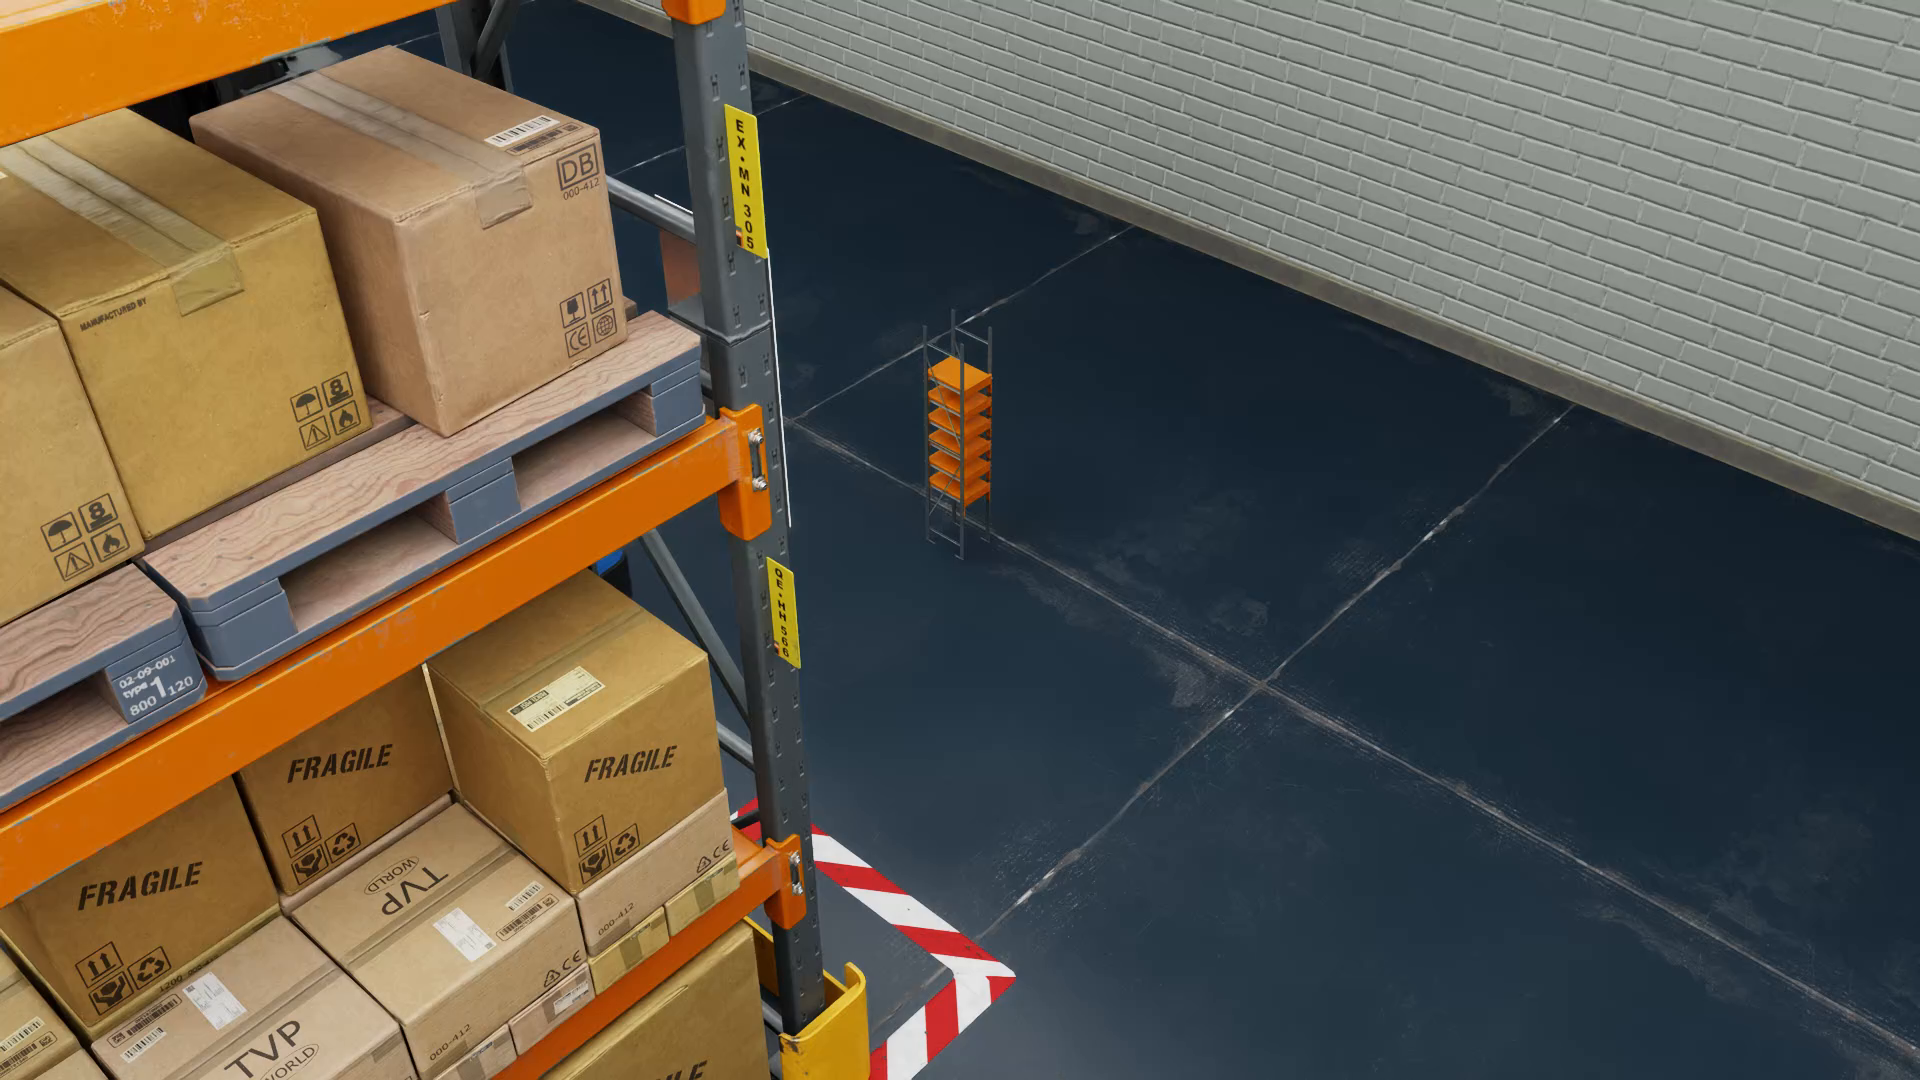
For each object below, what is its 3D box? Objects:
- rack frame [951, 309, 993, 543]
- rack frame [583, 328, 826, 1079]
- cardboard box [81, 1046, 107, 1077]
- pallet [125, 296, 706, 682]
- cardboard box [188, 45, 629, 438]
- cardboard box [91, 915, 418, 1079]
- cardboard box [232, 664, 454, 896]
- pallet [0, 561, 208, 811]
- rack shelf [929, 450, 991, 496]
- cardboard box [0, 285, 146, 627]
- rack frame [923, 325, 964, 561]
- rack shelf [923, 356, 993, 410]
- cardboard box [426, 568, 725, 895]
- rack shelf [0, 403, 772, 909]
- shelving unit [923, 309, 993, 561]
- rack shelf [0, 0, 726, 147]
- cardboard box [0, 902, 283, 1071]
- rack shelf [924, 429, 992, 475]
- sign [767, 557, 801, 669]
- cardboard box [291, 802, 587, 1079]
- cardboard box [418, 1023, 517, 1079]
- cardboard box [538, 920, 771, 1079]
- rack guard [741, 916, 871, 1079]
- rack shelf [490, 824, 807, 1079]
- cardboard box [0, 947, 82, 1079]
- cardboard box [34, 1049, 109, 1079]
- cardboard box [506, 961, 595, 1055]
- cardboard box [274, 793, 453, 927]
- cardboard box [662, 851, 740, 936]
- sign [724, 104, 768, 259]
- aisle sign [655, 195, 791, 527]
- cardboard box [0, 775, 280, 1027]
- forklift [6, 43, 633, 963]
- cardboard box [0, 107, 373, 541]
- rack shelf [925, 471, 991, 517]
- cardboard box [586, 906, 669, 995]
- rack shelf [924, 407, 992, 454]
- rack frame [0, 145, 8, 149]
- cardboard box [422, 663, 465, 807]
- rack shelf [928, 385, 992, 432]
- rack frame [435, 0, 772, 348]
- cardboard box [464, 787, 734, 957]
[{"bbox_3d":[0.052,-0.505,7.705,0.240,1.200,0.006,30,47,32],"label":"rack frame"},{"bbox_3d":[-0.845,0.500,4.994,1.000,3.000,0.127,30,47,32],"label":"rack frame"},{"bbox_3d":[-2.193,1.215,4.297,0.380,0.149,0.250,29,47,31],"label":"cardboard box"},{"bbox_3d":[-1.338,-0.294,3.654,1.003,0.211,1.213,30,47,32],"label":"pallet"},{"bbox_3d":[-1.156,-0.655,3.539,0.700,0.500,0.500,27,46,29],"label":"cardboard box"},{"bbox_3d":[-1.662,1.244,3.941,0.500,0.250,0.500,28,46,31],"label":"cardboard box"},{"bbox_3d":[-1.705,0.486,4.291,0.500,0.500,0.500,28,47,31],"label":"cardboard box"},{"bbox_3d":[-2.161,0.269,2.946,1.003,0.211,1.213,30,47,32],"label":"pallet"},{"bbox_3d":[-0.010,-0.334,7.754,0.258,0.103,0.180,30,47,32],"label":"rack shelf"},{"bbox_3d":[-1.938,-0.189,2.953,0.700,0.500,0.500,26,45,29],"label":"cardboard box"},{"bbox_3d":[-0.071,-0.421,7.599,0.240,1.200,0.006,30,47,32],"label":"rack frame"},{"bbox_3d":[-0.010,-0.710,7.455,0.258,0.103,0.180,30,47,32],"label":"rack shelf"},{"bbox_3d":[-0.979,0.483,4.295,0.500,0.500,0.500,30,47,32],"label":"cardboard box"},{"bbox_3d":[-2.194,0.527,3.129,1.077,0.370,4.000,30,47,32],"label":"rack shelf"},{"bbox_3d":[-0.010,-0.463,7.652,0.258,1.200,0.189,30,47,32],"label":"shelving unit"},{"bbox_3d":[-2.194,-0.491,2.320,1.077,0.370,4.000,30,47,32],"label":"rack shelf"},{"bbox_3d":[-2.055,1.021,4.221,0.500,0.250,0.500,28,46,31],"label":"cardboard box"},{"bbox_3d":[-0.010,-0.428,7.679,0.258,0.103,0.180,30,47,32],"label":"rack shelf"},{"bbox_3d":[-0.454,0.189,4.265,0.100,0.325,0.005,30,47,32],"label":"sign"},{"bbox_3d":[-1.319,1.010,4.235,0.500,0.250,0.500,29,47,31],"label":"cardboard box"},{"bbox_3d":[-1.356,1.250,4.253,0.380,0.149,0.250,31,48,33],"label":"cardboard box"},{"bbox_3d":[-1.217,1.495,5.113,0.875,0.875,0.875,30,47,32],"label":"cardboard box"},{"bbox_3d":[-0.829,1.468,5.786,1.175,0.500,0.348,30,47,32],"label":"rack guard"},{"bbox_3d":[-2.194,1.701,4.063,1.077,0.370,4.000,30,47,32],"label":"rack shelf"},{"bbox_3d":[-2.403,1.263,3.917,0.500,0.250,0.500,29,47,31],"label":"cardboard box"},{"bbox_3d":[-2.010,1.485,3.638,0.500,0.250,0.500,30,47,32],"label":"cardboard box"},{"bbox_3d":[-1.187,1.136,4.396,0.380,0.149,0.250,30,47,32],"label":"cardboard box"},{"bbox_3d":[-1.714,0.791,4.510,0.500,0.250,0.500,29,47,31],"label":"cardboard box"},{"bbox_3d":[-0.842,0.901,4.693,0.380,0.149,0.250,31,48,33],"label":"cardboard box"},{"bbox_3d":[-0.454,-0.755,3.515,0.100,0.325,0.005,30,47,32],"label":"sign"},{"bbox_3d":[-0.575,-0.424,4.068,0.394,0.787,0.004,30,47,32],"label":"aisle sign"},{"bbox_3d":[-2.050,0.727,3.989,0.500,0.500,0.500,28,46,31],"label":"cardboard box"},{"bbox_3d":[-2.770,-0.280,6.030,1.130,2.935,3.031,24,45,27],"label":"forklift"},{"bbox_3d":[-1.625,-0.447,3.277,0.700,0.500,0.500,28,46,30],"label":"cardboard box"},{"bbox_3d":[-0.010,-0.240,7.829,0.258,0.103,0.180,30,47,32],"label":"rack shelf"},{"bbox_3d":[-1.016,1.021,4.542,0.380,0.149,0.250,30,47,32],"label":"cardboard box"},{"bbox_3d":[-0.010,-0.522,7.605,0.258,0.103,0.180,30,47,32],"label":"rack shelf"},{"bbox_3d":[-4.501,-1.579,7.610,1.000,3.000,0.127,30,47,32],"label":"rack frame"},{"bbox_3d":[-1.368,0.550,4.813,0.500,0.250,0.500,28,46,31],"label":"cardboard box"},{"bbox_3d":[-0.010,-0.616,7.530,0.258,0.103,0.180,30,47,32],"label":"rack shelf"},{"bbox_3d":[-0.845,-1.848,3.127,1.000,3.000,0.127,30,47,32],"label":"rack frame"},{"bbox_3d":[-0.976,0.777,4.528,0.500,0.250,0.500,29,47,31],"label":"cardboard box"}]
